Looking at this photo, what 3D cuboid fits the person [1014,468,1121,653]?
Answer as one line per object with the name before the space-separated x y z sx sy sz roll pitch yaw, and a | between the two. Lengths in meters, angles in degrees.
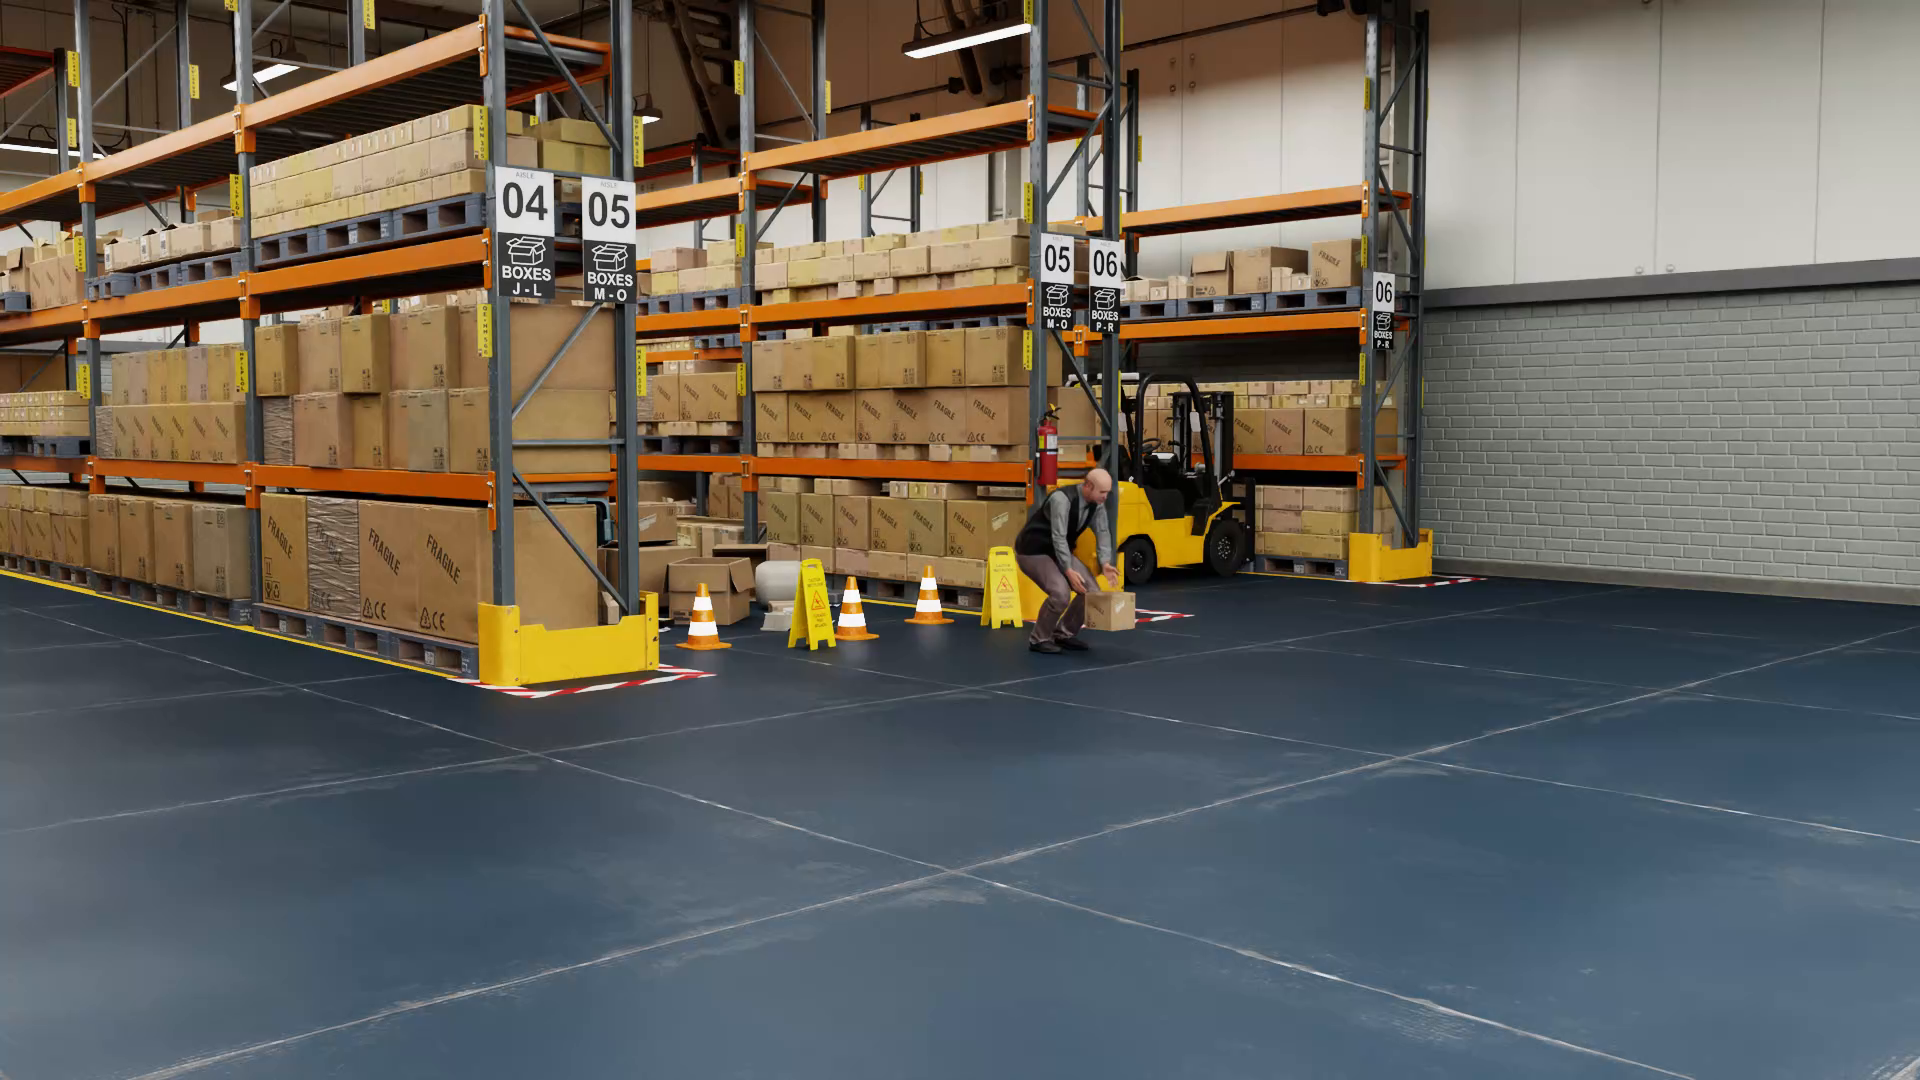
person | 0.775 0.140 11.904 0.590 1.318 0.754 -4 5 -44
